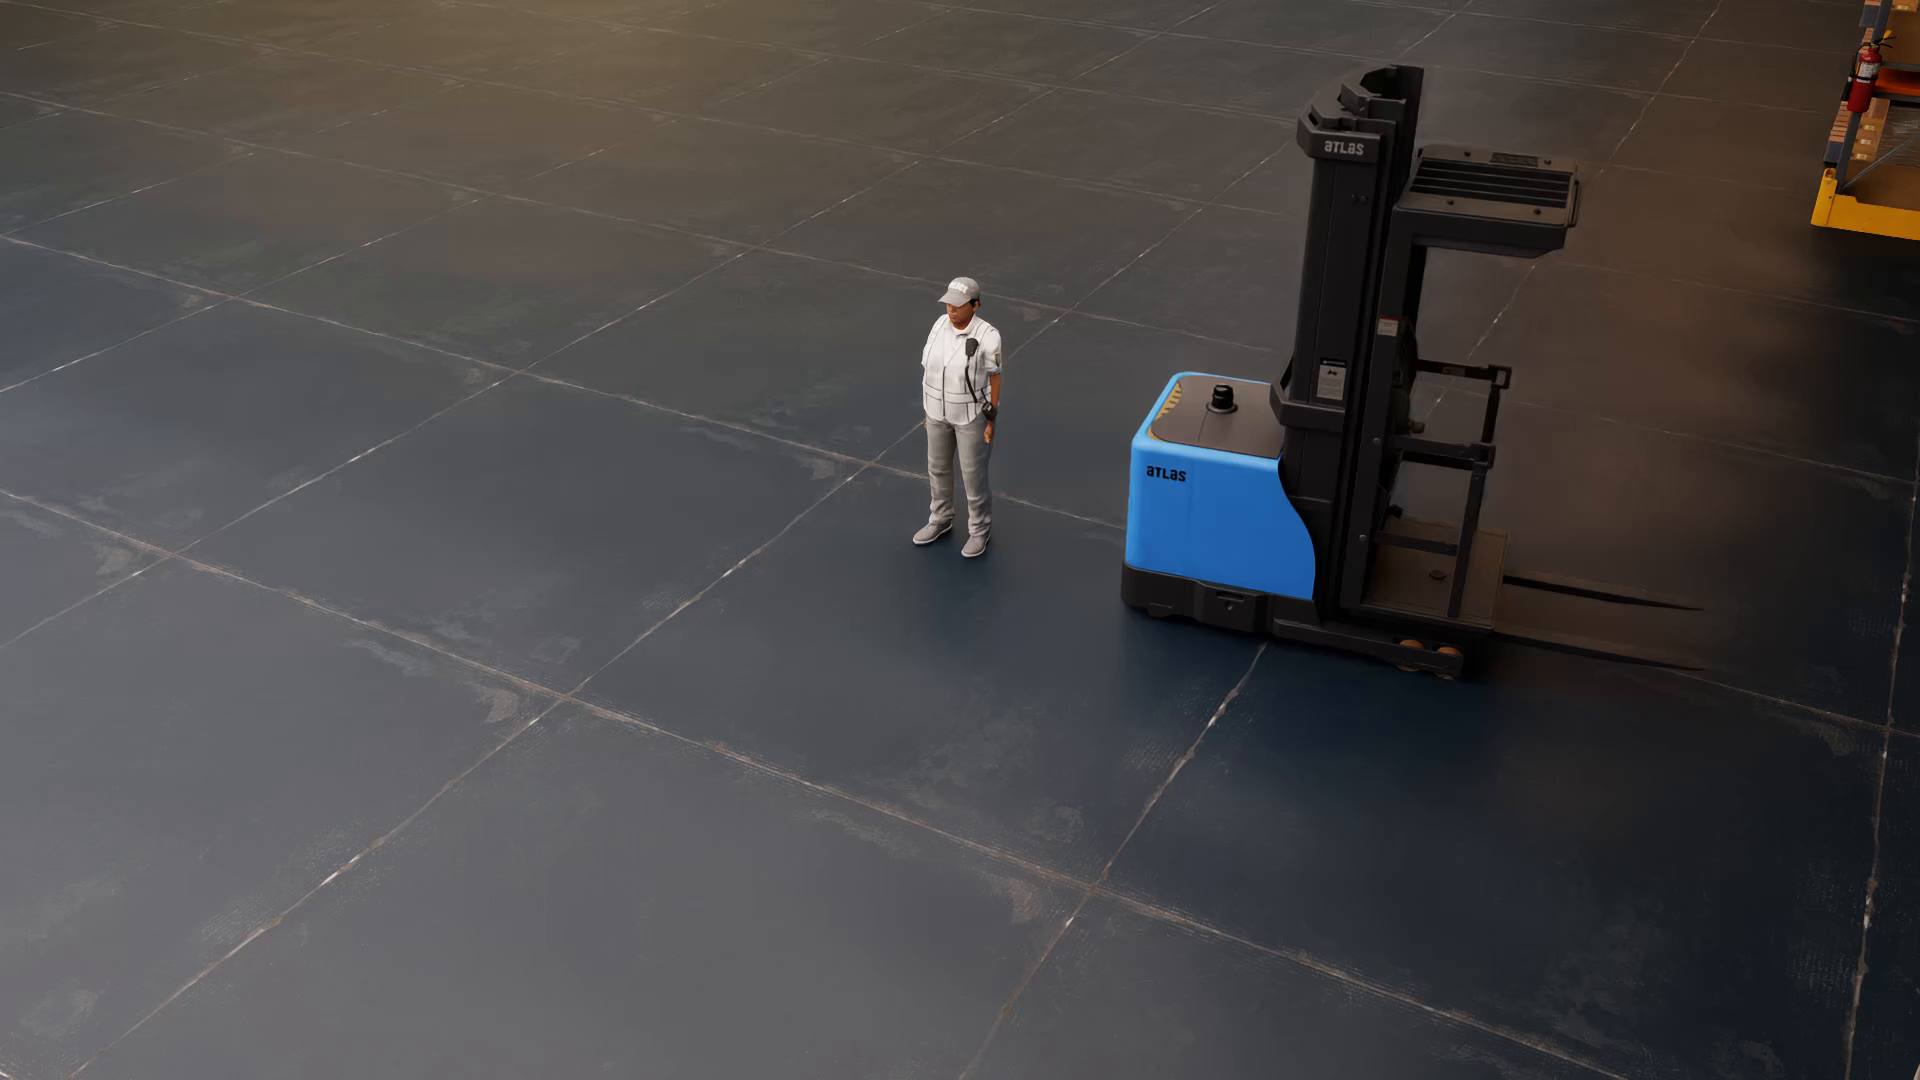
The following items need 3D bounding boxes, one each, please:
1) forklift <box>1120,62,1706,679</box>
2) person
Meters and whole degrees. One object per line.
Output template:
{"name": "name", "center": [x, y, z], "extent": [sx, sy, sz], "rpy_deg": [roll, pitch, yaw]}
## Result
{"name": "forklift", "center": [2.471, -0.840, 8.525], "extent": [3.031, 2.935, 1.130], "rpy_deg": [10, 32, 18]}
{"name": "person", "center": [-0.008, -0.719, 9.592], "extent": [0.478, 1.668, 0.388], "rpy_deg": [15, 33, 25]}
